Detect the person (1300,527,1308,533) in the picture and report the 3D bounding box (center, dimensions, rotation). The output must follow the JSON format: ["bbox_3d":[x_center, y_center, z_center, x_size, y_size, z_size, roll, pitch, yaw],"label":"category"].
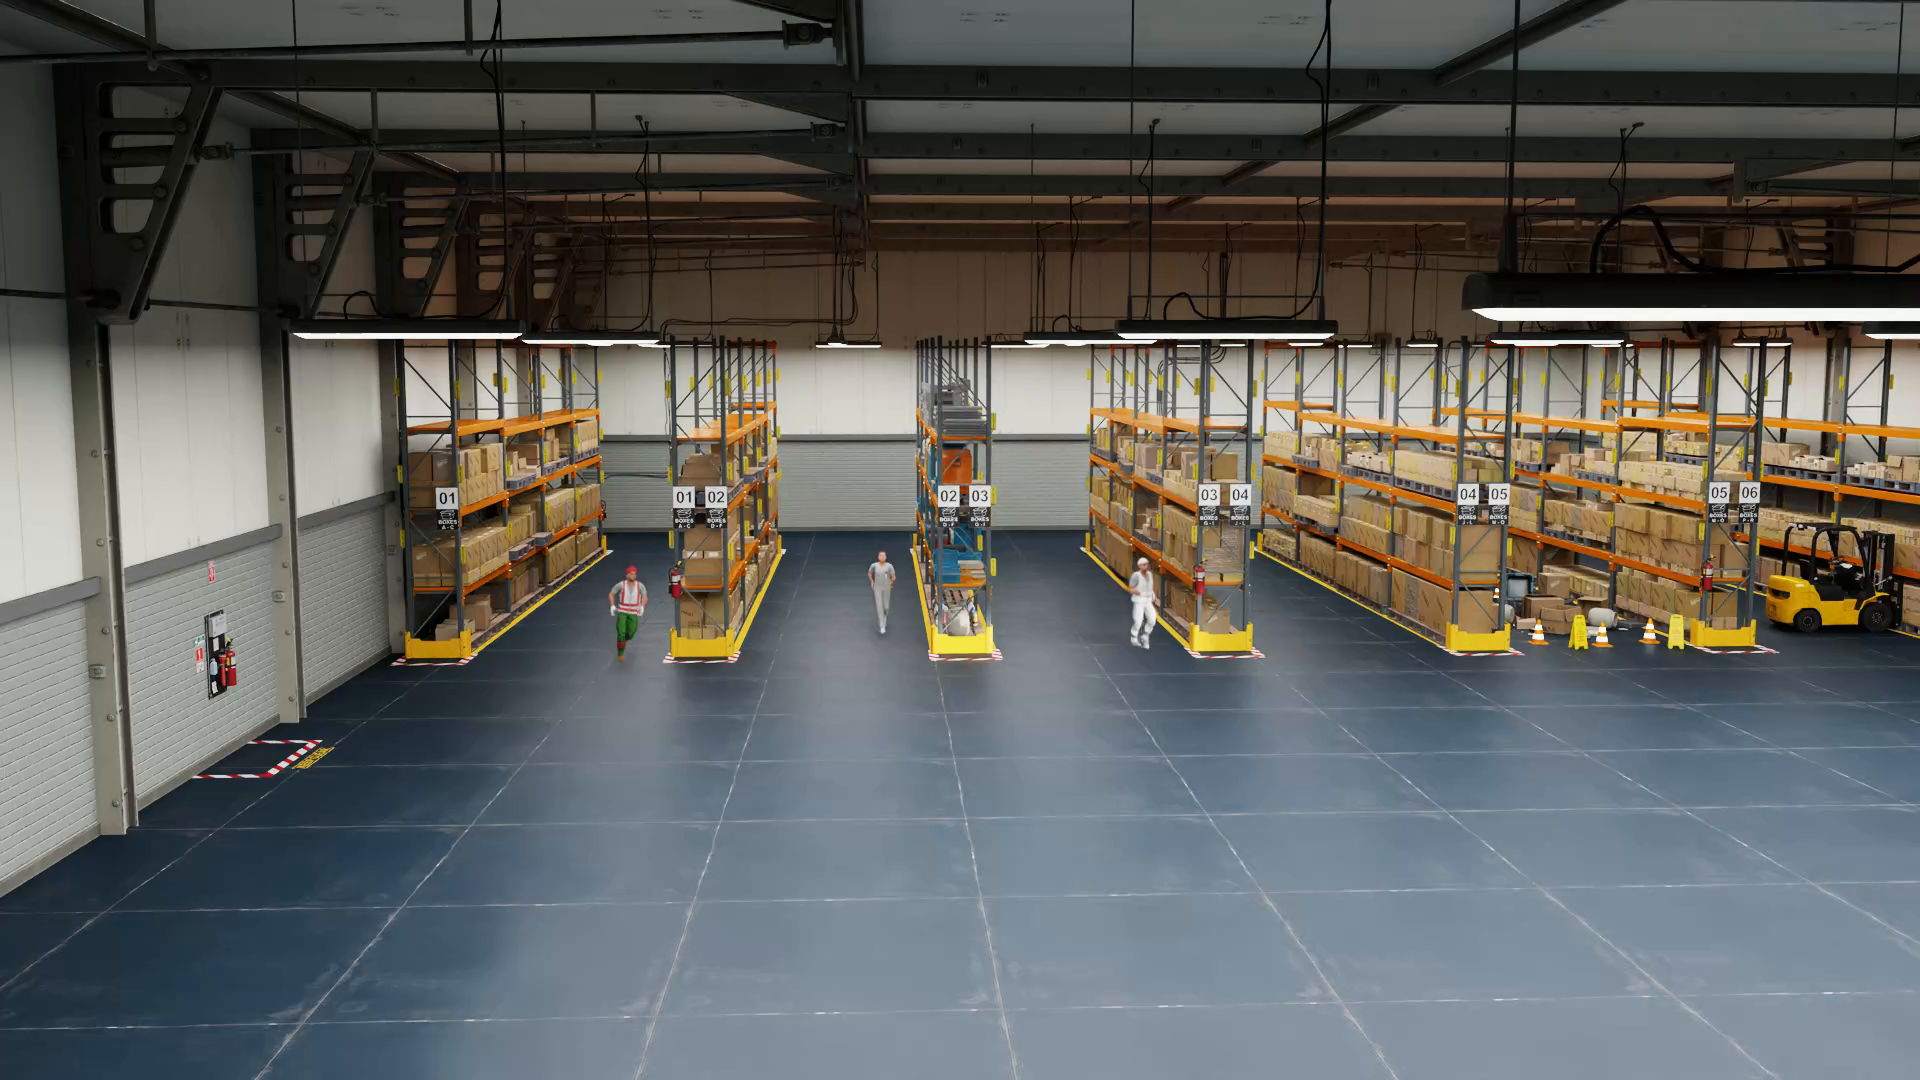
[{"bbox_3d":[10.069,-0.704,49.018,0.578,1.738,0.721,0,6,1],"label":"person"}]

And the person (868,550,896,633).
[{"bbox_3d":[-1.602,1.034,34.173,0.567,1.667,0.867,-1,7,-5],"label":"person"}]

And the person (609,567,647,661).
[{"bbox_3d":[-6.195,1.363,31.056,0.711,1.752,0.622,-2,7,-18],"label":"person"}]

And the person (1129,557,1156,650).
[{"bbox_3d":[3.533,1.235,31.920,0.677,1.817,0.719,-3,7,-26],"label":"person"}]
